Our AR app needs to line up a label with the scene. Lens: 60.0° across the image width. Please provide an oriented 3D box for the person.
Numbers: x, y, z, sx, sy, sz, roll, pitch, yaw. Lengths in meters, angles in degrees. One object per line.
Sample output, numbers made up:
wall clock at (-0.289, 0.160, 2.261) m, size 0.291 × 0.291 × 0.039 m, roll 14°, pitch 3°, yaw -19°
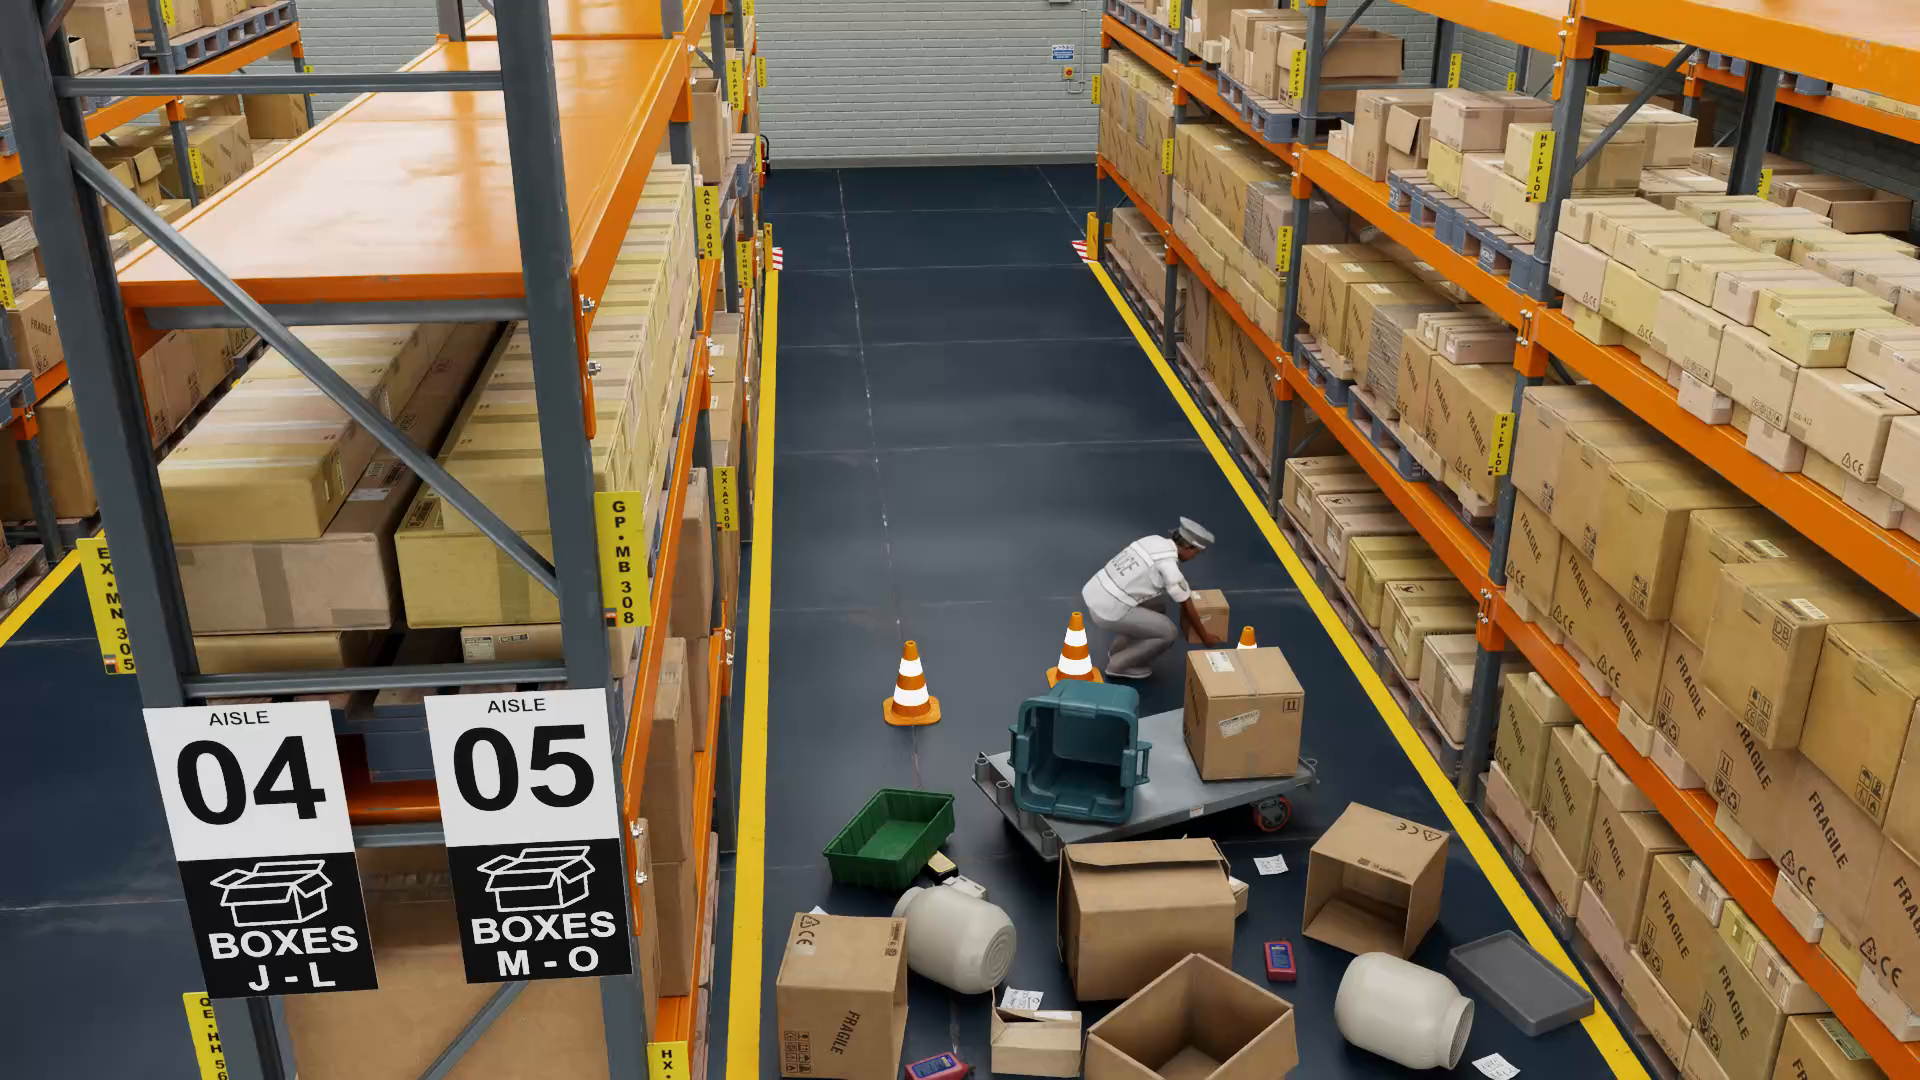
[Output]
person at (1.194, 0.369, 10.380) m, size 0.867 × 0.944 × 0.460 m, roll -3°, pitch 24°, yaw -6°
